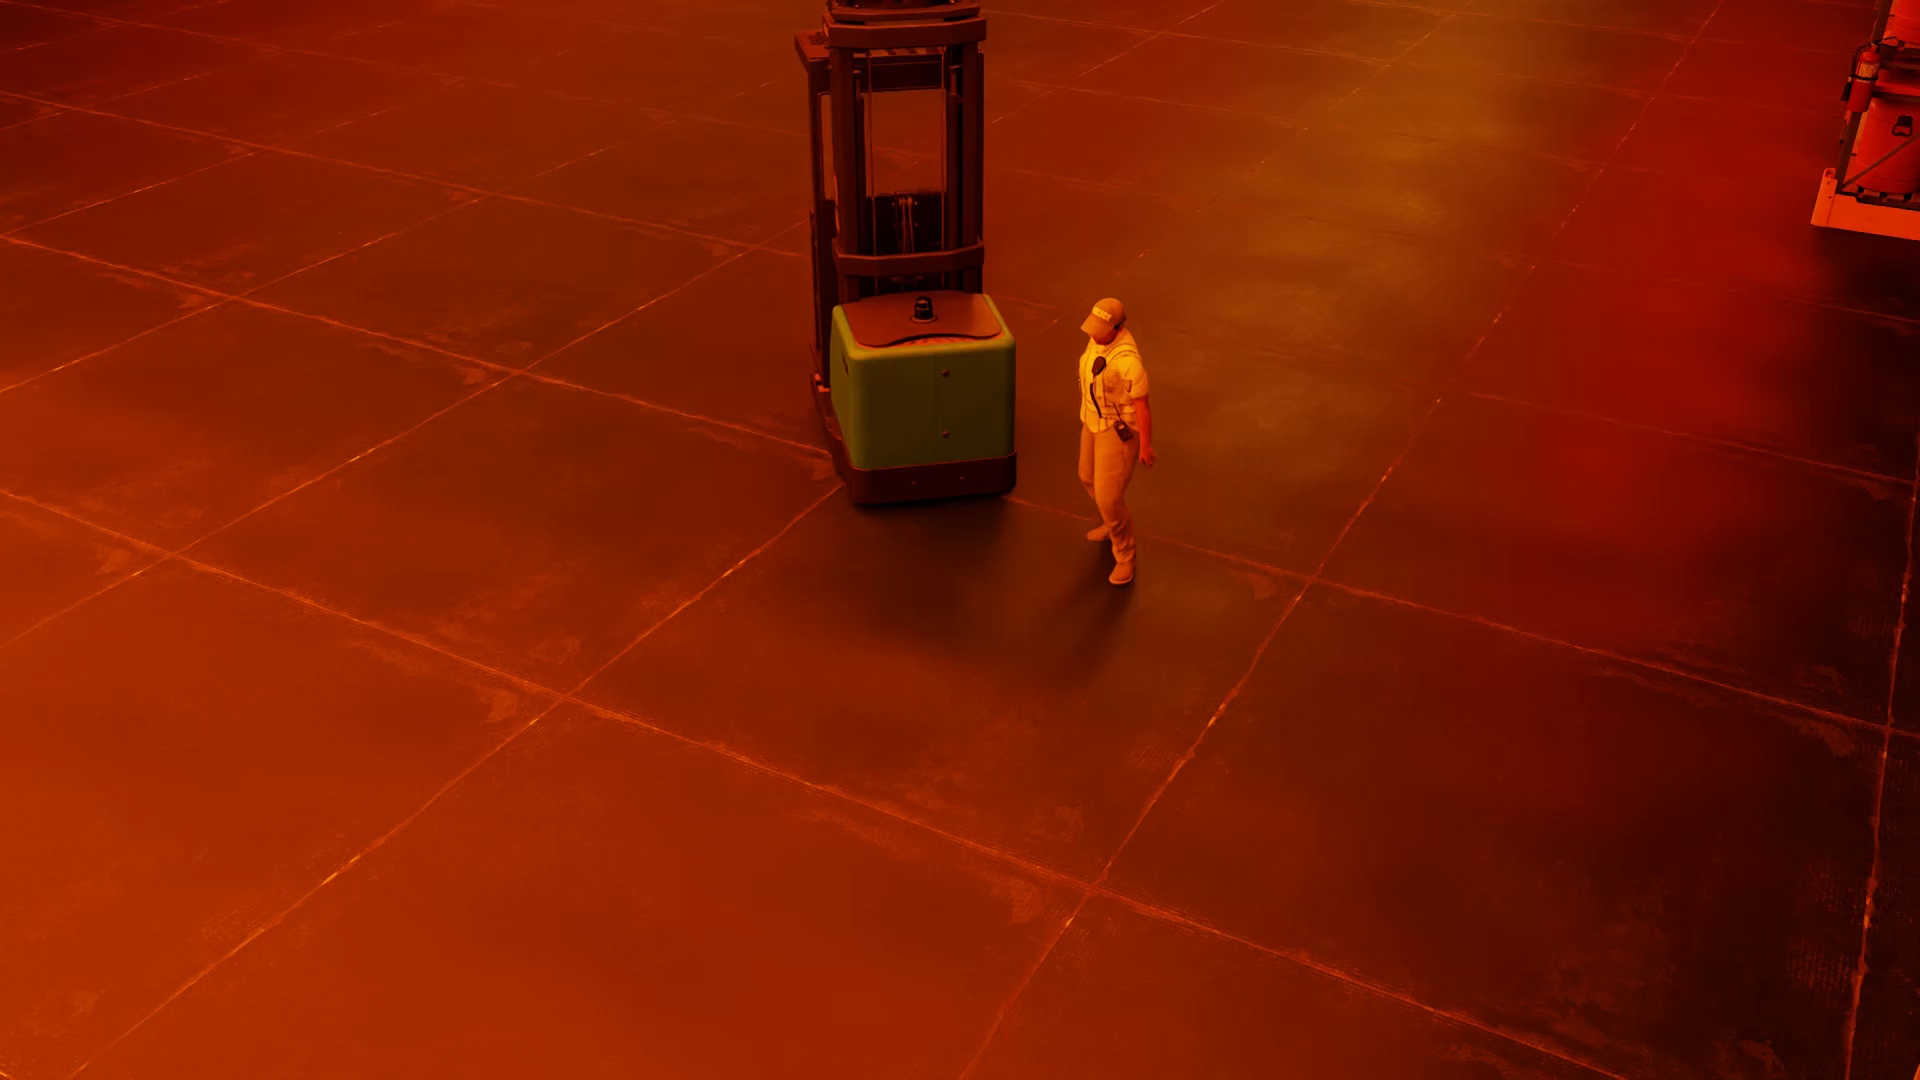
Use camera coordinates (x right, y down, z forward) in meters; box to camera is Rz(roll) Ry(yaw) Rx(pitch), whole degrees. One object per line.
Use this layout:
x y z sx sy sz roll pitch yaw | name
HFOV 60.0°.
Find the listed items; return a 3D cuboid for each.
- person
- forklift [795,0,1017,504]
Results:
0.863 -0.630 9.500 0.473 1.639 0.830 -9 31 -15 | person
-0.444 -2.209 10.899 1.130 2.935 3.031 -6 30 -10 | forklift
